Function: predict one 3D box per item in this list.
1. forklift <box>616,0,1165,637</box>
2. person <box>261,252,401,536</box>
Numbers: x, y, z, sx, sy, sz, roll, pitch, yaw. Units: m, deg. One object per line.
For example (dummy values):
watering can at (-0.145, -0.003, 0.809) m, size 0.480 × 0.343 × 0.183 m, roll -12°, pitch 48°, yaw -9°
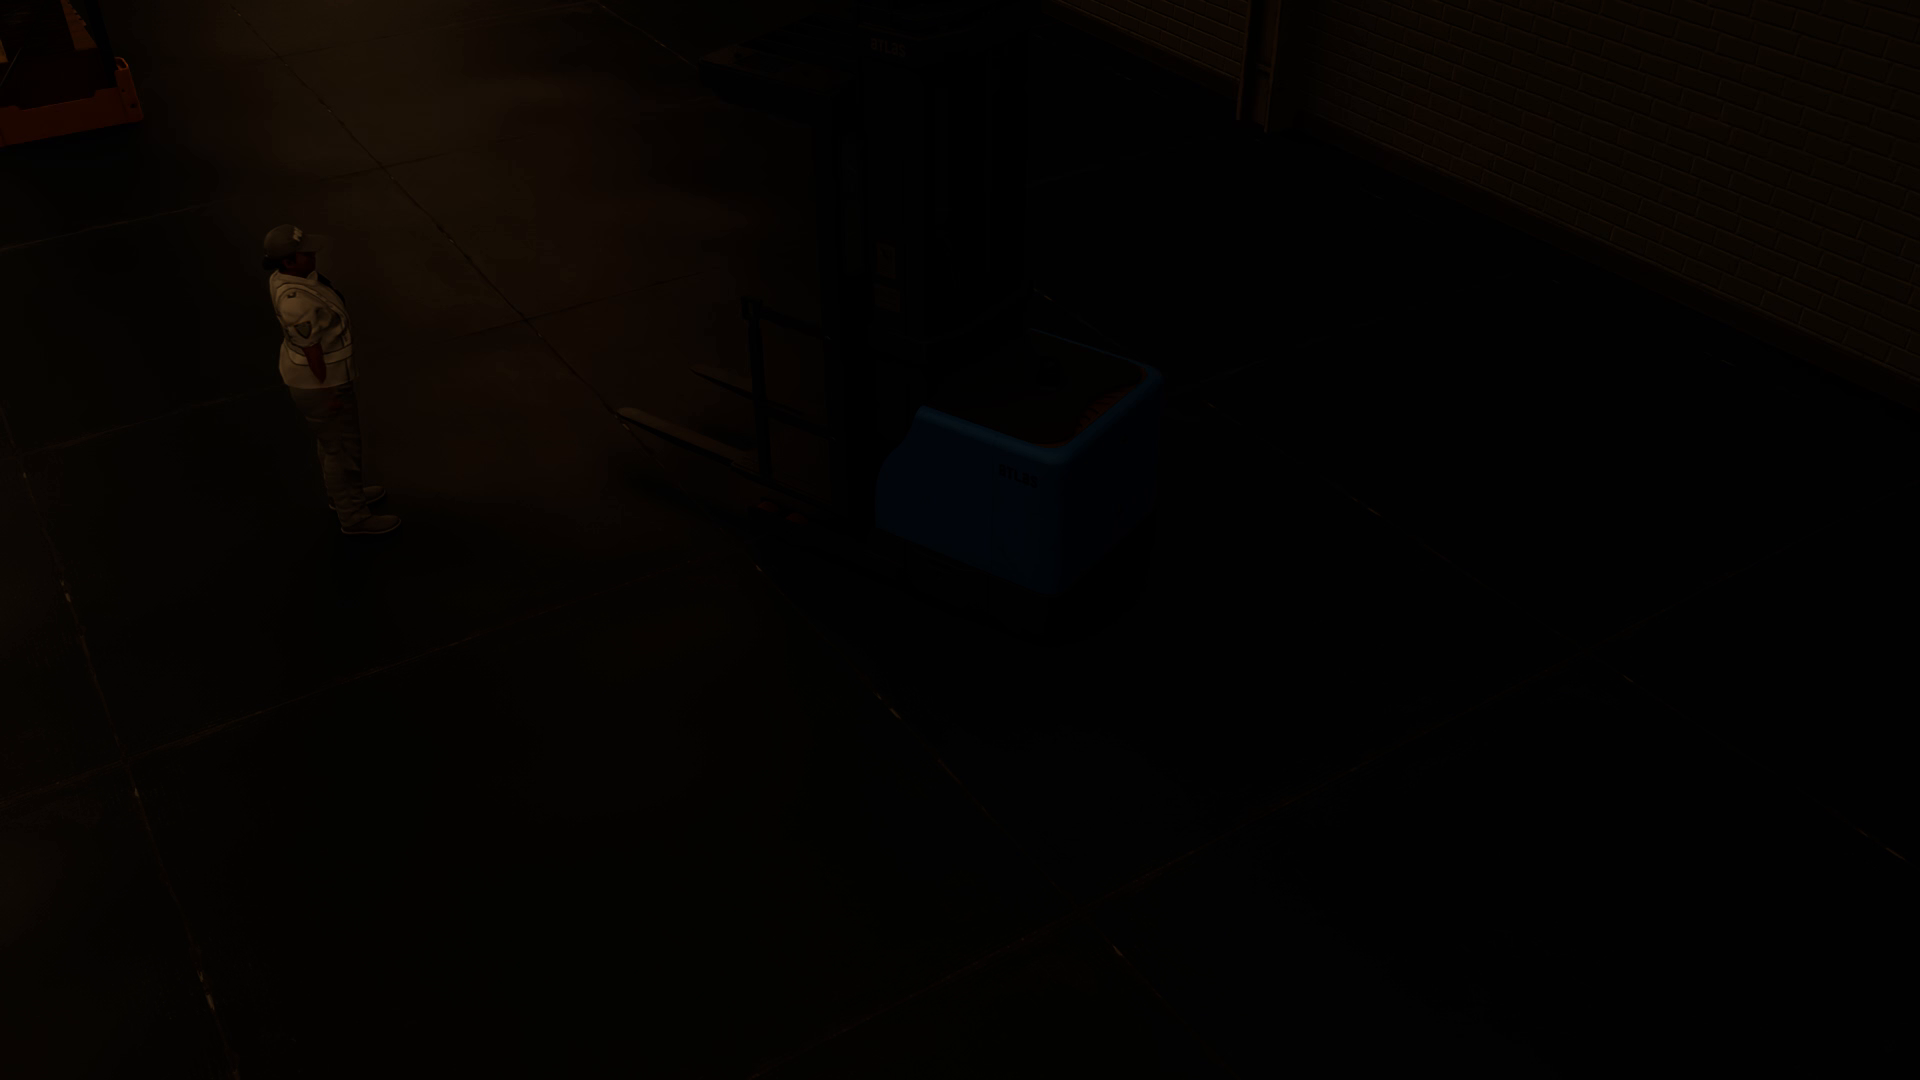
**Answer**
forklift at (-0.500, -1.399, 8.138) m, size 3.031 × 2.935 × 1.130 m, roll 22°, pitch 41°, yaw 28°
person at (-3.208, -0.802, 8.412) m, size 0.396 × 1.651 × 0.484 m, roll -17°, pitch 39°, yaw -23°
